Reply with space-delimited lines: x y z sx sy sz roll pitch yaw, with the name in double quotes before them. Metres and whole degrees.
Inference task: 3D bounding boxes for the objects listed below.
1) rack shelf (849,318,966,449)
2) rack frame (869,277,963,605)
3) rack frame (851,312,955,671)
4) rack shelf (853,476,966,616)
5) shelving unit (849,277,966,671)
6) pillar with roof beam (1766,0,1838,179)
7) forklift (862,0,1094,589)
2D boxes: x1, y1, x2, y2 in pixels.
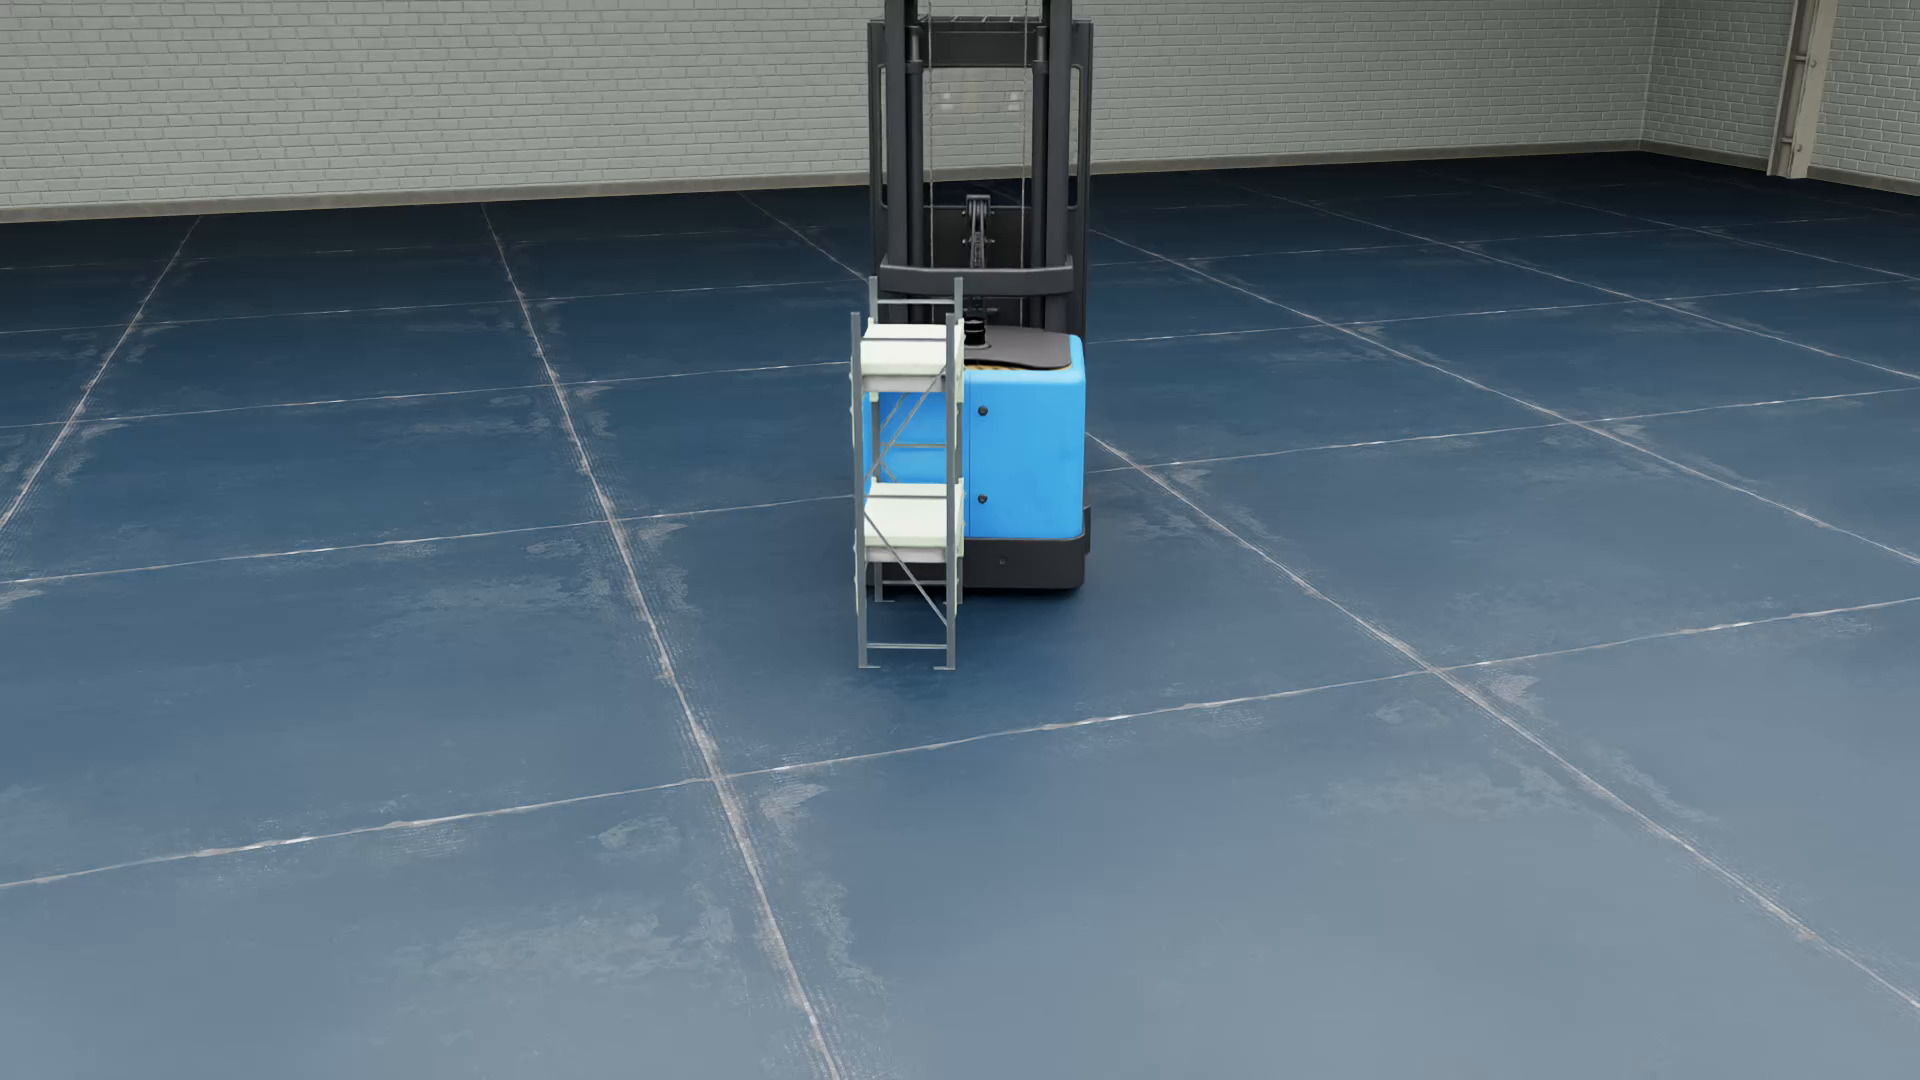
"rack shelf" -0.205 -0.659 6.879 0.431 0.370 0.720 1 20 2
"rack frame" -0.189 -0.416 7.355 0.400 1.500 0.023 1 20 2
"rack frame" -0.221 -0.168 6.667 0.400 1.500 0.023 1 20 2
"rack shelf" -0.205 0.015 7.121 0.431 0.370 0.720 1 20 2
"shelving unit" -0.205 -0.292 7.011 0.431 1.500 0.755 1 20 2
"pillar with roof beam" 6.618 -8.486 18.730 9.100 9.000 0.400 -6 21 -17
"forklift" 0.108 -1.605 8.549 1.130 2.935 3.031 1 20 2
